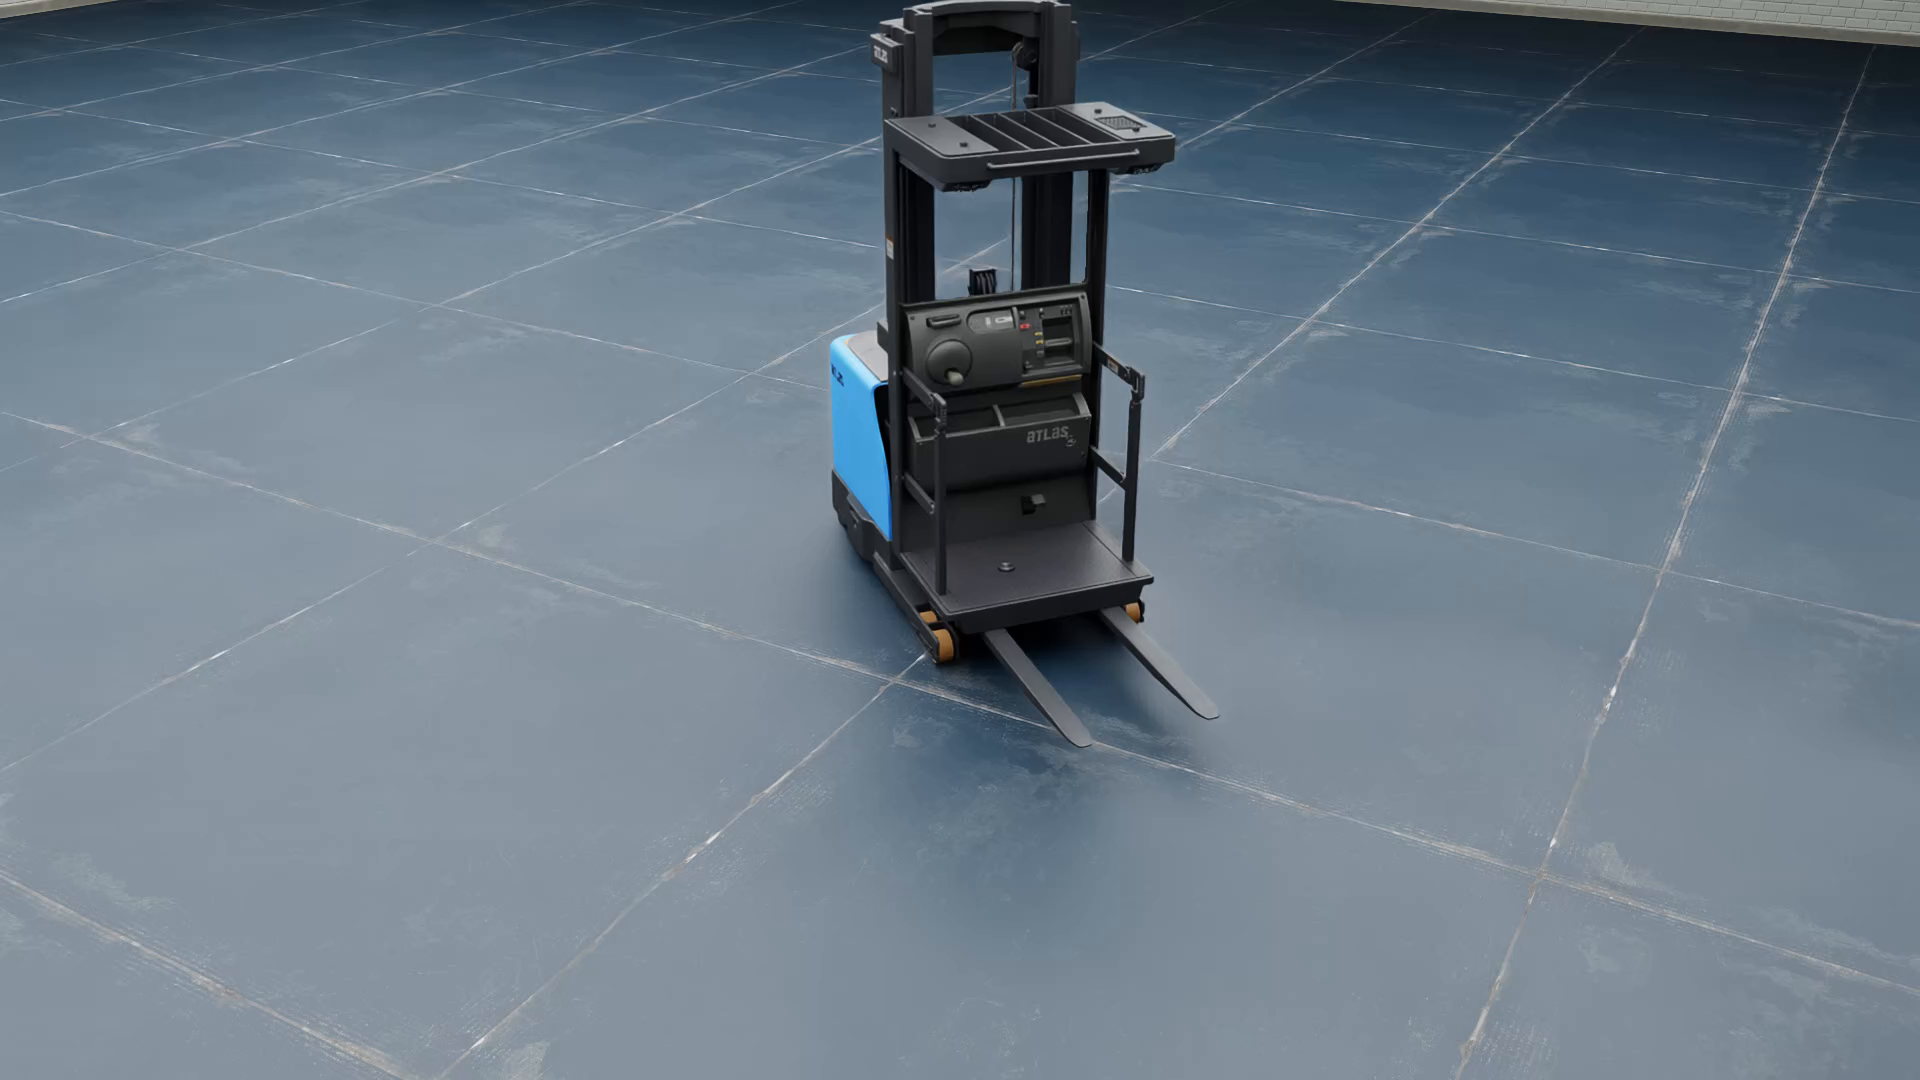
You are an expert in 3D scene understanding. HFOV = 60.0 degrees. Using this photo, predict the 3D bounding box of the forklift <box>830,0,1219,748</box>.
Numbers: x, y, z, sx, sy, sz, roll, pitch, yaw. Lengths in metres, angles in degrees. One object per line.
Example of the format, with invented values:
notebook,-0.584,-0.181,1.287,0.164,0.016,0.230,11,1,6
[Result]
forklift,0.275,-0.924,7.821,1.130,2.935,3.031,-10,28,-19
